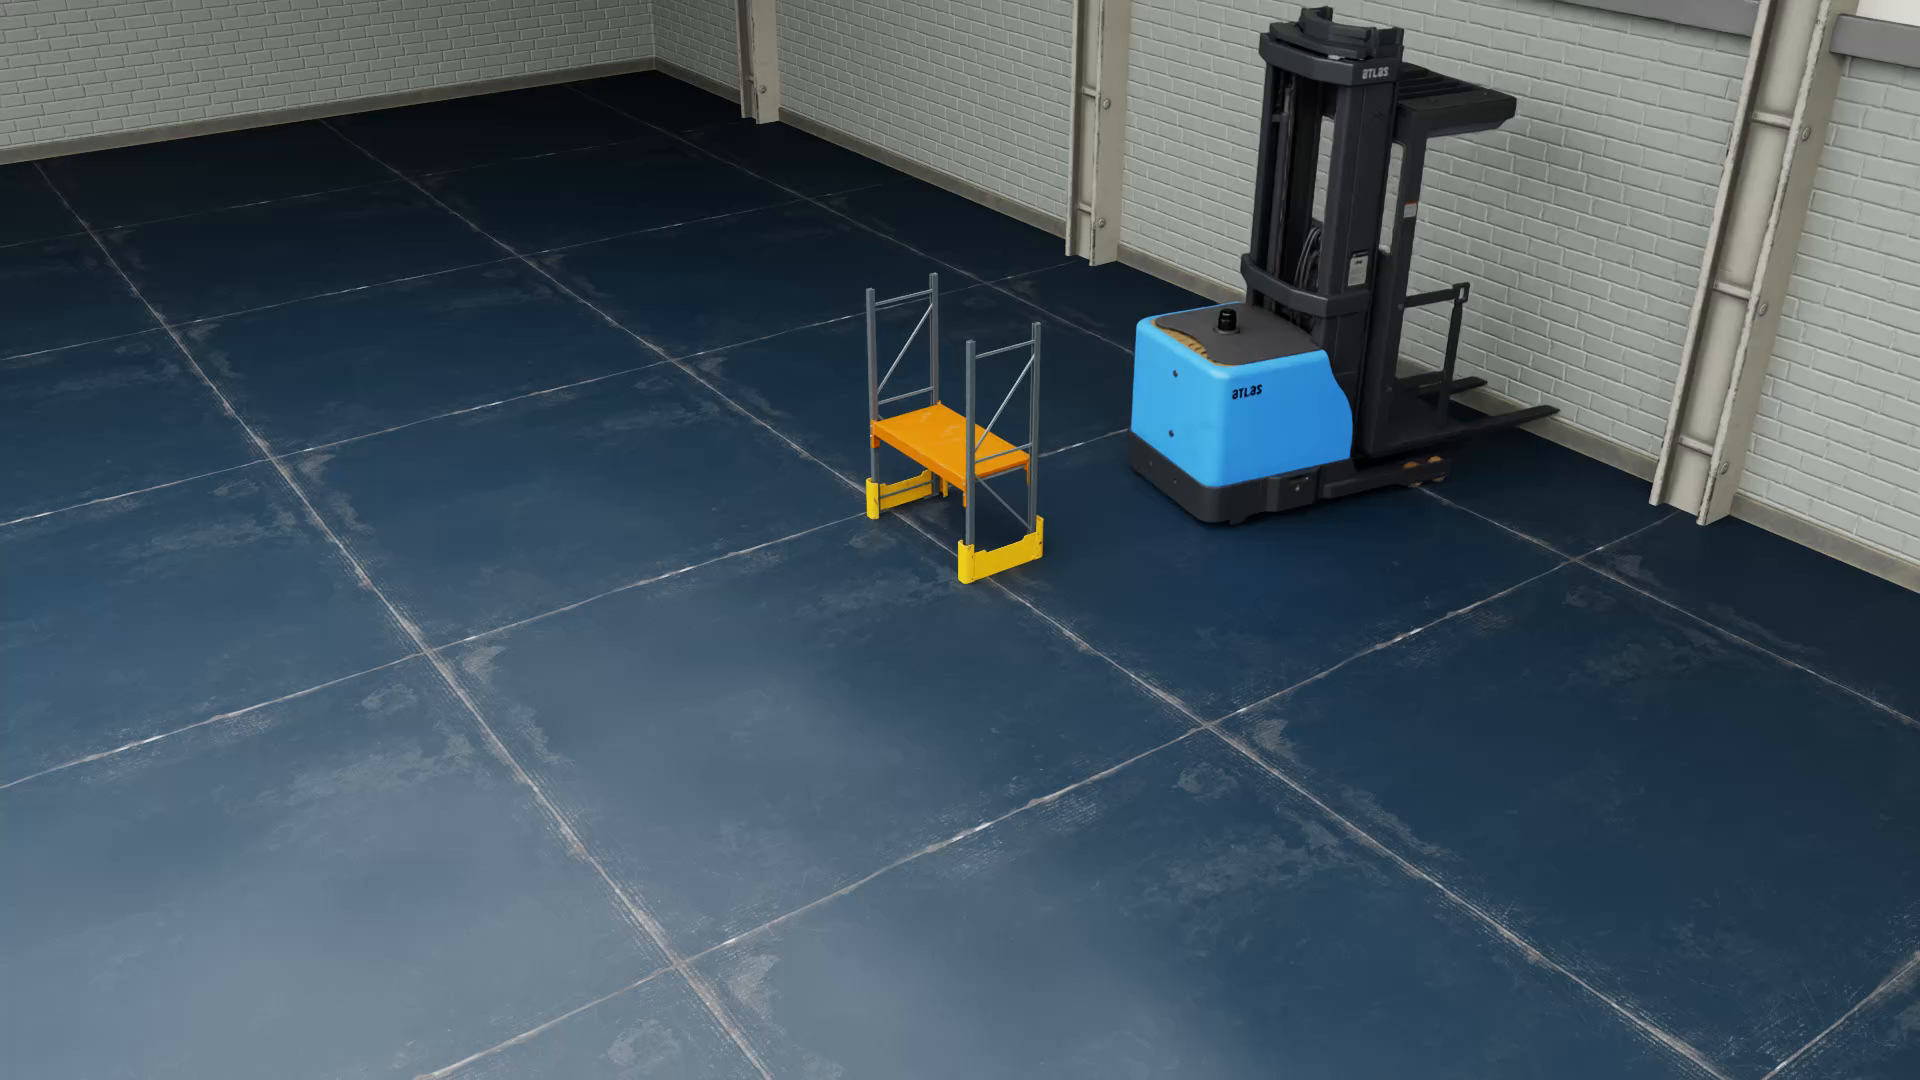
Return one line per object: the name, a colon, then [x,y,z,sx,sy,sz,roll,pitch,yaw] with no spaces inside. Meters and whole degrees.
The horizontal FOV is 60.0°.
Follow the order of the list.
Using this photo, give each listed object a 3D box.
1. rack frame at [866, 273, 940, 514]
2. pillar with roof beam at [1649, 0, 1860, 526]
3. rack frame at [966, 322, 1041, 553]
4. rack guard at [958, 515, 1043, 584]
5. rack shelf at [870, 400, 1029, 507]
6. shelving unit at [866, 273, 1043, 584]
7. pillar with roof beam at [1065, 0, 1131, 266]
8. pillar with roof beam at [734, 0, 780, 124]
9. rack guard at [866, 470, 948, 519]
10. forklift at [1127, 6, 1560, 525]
rack frame: [-0.344,-0.890,10.317,0.500,1.500,0.032,-19,34,-31]
pillar with roof beam: [1.159,-2.969,6.289,9.100,9.000,0.400,-19,34,-31]
rack frame: [0.245,-0.495,9.589,0.500,1.500,0.032,-19,34,-31]
rack guard: [0.245,0.054,9.888,0.587,0.250,0.087,-19,34,-31]
rack shelf: [-0.049,-0.534,10.039,0.538,0.185,1.000,-19,34,-31]
shelving unit: [-0.044,-0.689,9.947,0.587,1.500,1.083,-19,34,-31]
pillar with roof beam: [-2.321,-5.302,10.584,9.100,9.000,0.400,-19,34,-31]
pillar with roof beam: [-5.802,-7.635,14.878,9.100,9.000,0.400,-19,34,-31]
rack guard: [-0.333,-0.333,10.601,0.587,0.250,0.087,-19,34,-31]
forklift: [2.669,-1.846,10.578,3.031,2.935,1.130,-13,31,-22]
